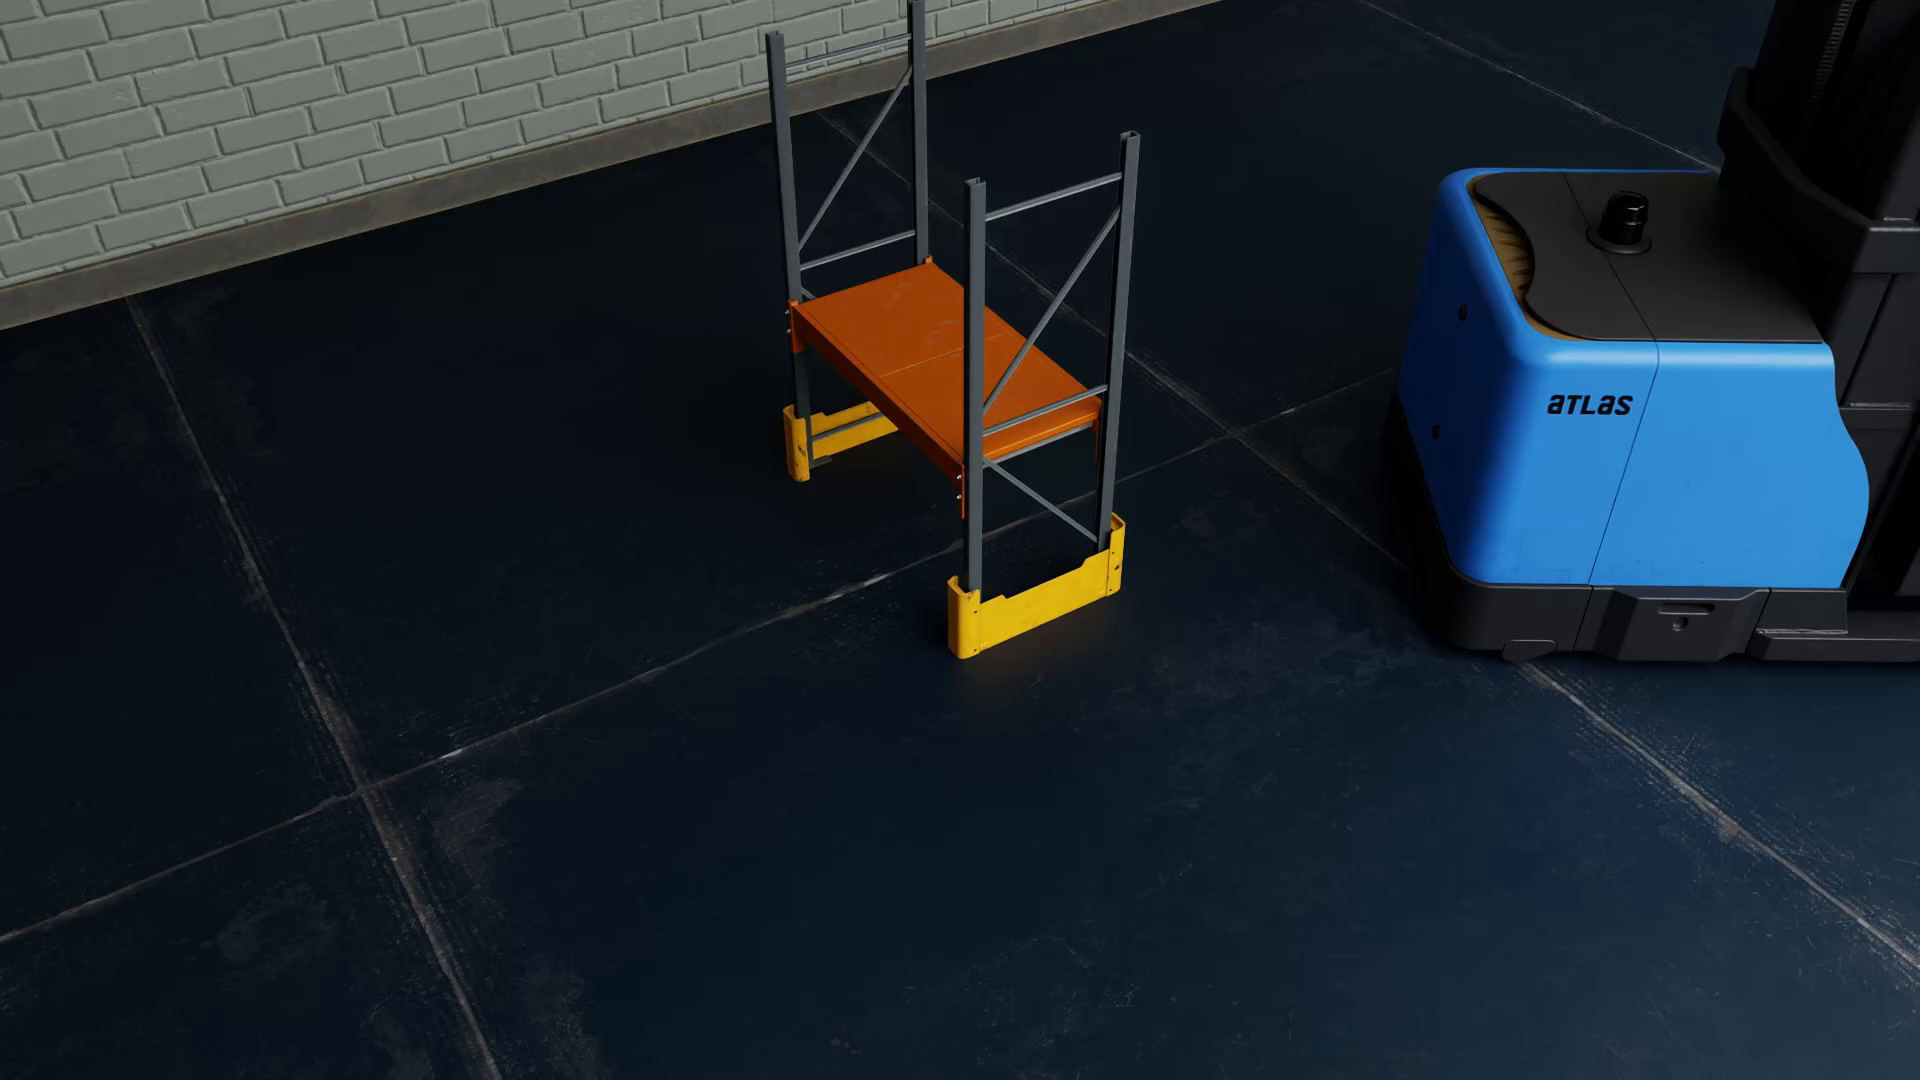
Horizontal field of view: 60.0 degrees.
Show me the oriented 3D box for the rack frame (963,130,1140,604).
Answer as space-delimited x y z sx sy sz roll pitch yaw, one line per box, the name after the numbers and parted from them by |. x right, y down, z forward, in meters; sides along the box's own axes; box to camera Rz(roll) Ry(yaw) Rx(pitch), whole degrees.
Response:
0.227 -0.348 4.496 0.500 1.500 0.032 -22 45 -24 | rack frame

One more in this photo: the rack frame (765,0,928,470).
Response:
-0.319 -0.897 5.154 0.500 1.500 0.032 -22 45 -24 | rack frame

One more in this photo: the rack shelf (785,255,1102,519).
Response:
-0.046 -0.484 4.940 0.538 0.185 1.000 -22 45 -24 | rack shelf

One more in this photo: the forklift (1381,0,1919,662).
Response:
2.896 -1.075 4.250 3.031 2.935 1.130 1 40 1 | forklift

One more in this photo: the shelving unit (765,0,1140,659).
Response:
-0.041 -0.617 4.819 0.587 1.500 1.083 -22 45 -24 | shelving unit

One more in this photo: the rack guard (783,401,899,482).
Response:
-0.309 -0.406 5.542 0.587 0.250 0.087 -22 45 -24 | rack guard

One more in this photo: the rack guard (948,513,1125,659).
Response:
0.227 0.132 4.897 0.587 0.250 0.087 -22 45 -24 | rack guard
